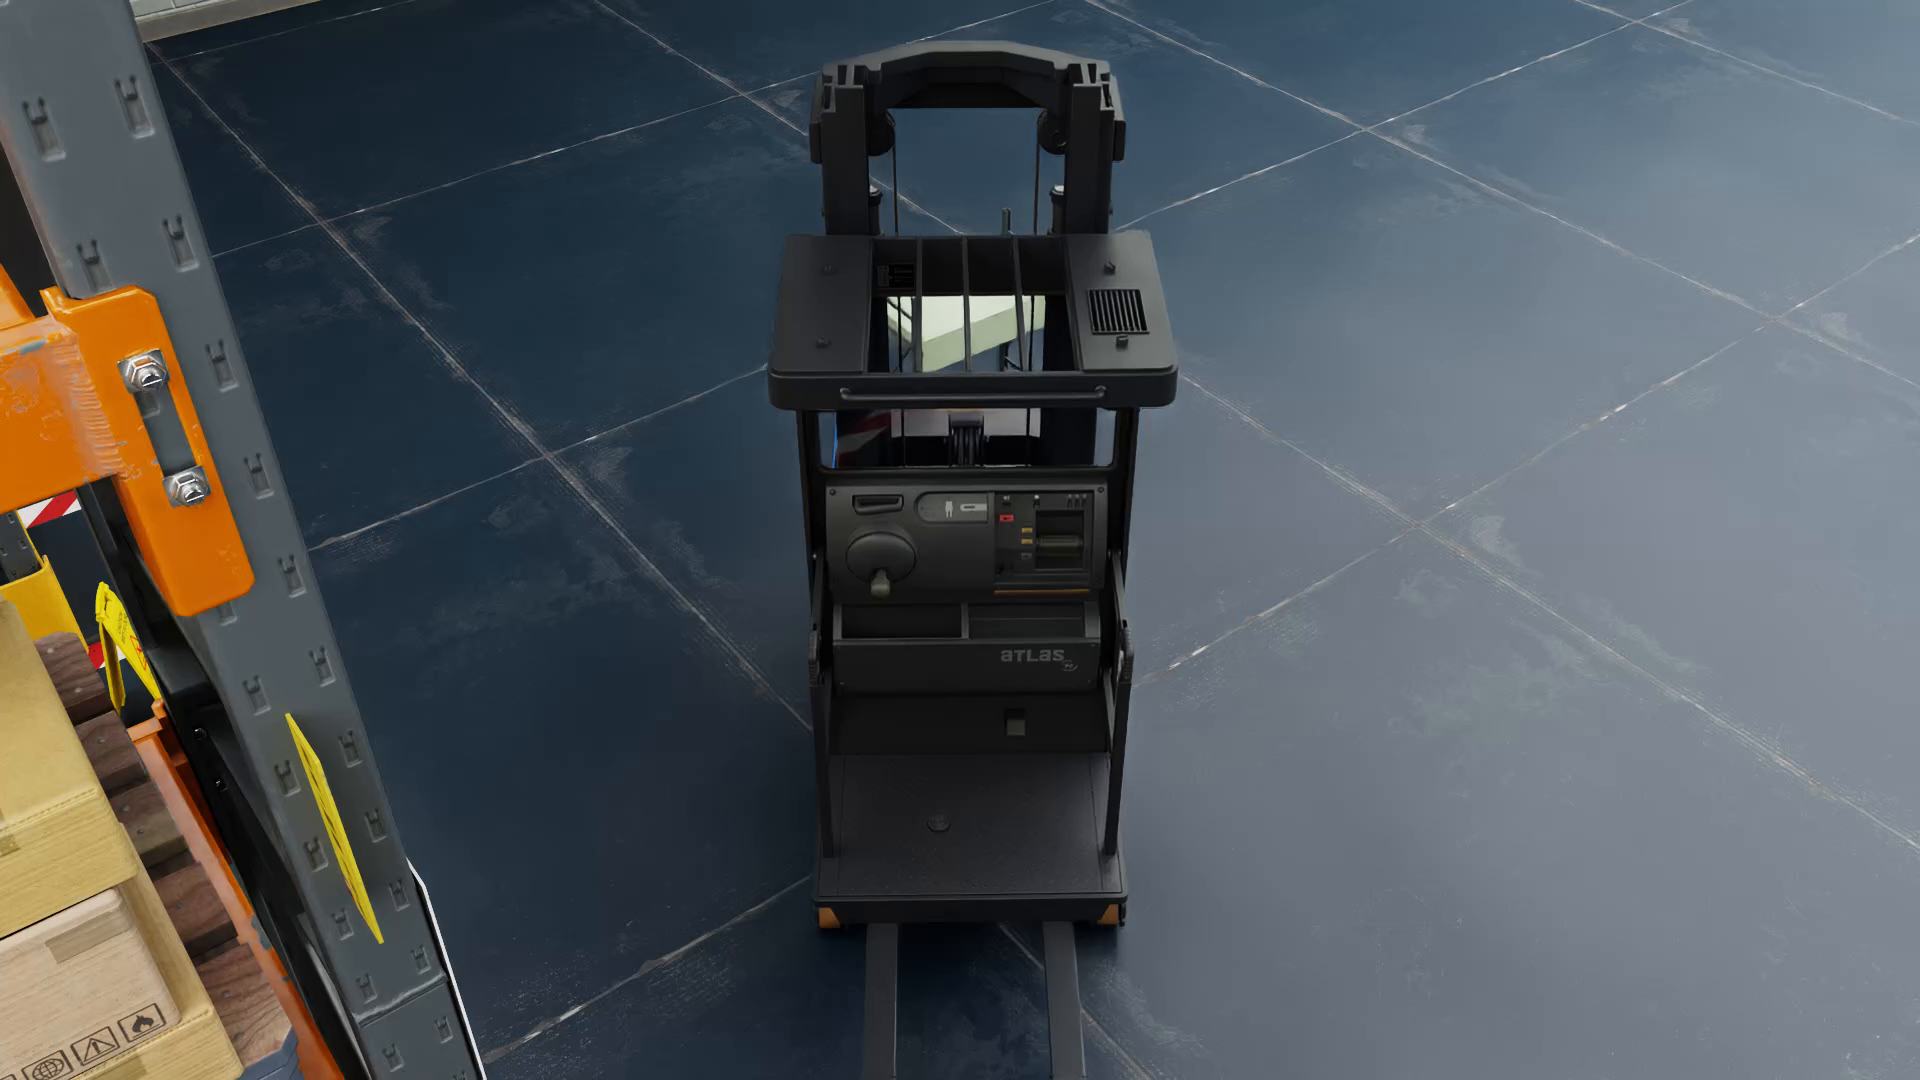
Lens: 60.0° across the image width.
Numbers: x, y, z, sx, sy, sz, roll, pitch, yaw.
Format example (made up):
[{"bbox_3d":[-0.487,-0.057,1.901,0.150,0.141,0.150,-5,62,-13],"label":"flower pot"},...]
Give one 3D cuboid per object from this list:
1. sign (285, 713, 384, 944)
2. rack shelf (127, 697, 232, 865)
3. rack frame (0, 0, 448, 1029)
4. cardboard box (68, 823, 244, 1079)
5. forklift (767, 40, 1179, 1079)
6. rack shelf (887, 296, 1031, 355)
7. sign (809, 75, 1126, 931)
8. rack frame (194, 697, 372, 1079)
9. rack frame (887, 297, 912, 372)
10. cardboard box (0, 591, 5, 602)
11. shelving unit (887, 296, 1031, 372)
[{"bbox_3d":[-0.738,0.345,1.964,0.005,0.325,0.100,-26,46,-28],"label":"sign"},{"bbox_3d":[-2.643,1.429,1.845,4.000,0.370,1.077,-26,46,-28],"label":"rack shelf"},{"bbox_3d":[-1.057,-0.782,1.608,0.127,3.000,1.000,-26,46,-28],"label":"rack frame"},{"bbox_3d":[-1.114,0.573,2.109,0.250,0.149,0.380,-26,46,-28],"label":"cardboard box"},{"bbox_3d":[0.024,0.070,5.354,1.121,2.935,3.031,-1,39,-1],"label":"forklift"},{"bbox_3d":[0.012,-0.980,6.992,0.686,0.124,0.368,-25,45,-27],"label":"rack shelf"},{"bbox_3d":[0.020,-0.257,5.835,2.025,2.768,2.177,-26,46,-28],"label":"sign"},{"bbox_3d":[-1.055,1.540,3.508,0.053,2.616,0.949,-26,46,-28],"label":"rack frame"},{"bbox_3d":[-0.285,-0.466,7.136,0.010,1.308,0.380,-25,45,-27],"label":"rack frame"},{"bbox_3d":[-1.525,0.246,2.509,0.250,0.149,0.380,-26,46,-28],"label":"cardboard box"},{"bbox_3d":[0.007,-0.601,7.299,0.731,1.308,0.431,-25,45,-27],"label":"shelving unit"}]
